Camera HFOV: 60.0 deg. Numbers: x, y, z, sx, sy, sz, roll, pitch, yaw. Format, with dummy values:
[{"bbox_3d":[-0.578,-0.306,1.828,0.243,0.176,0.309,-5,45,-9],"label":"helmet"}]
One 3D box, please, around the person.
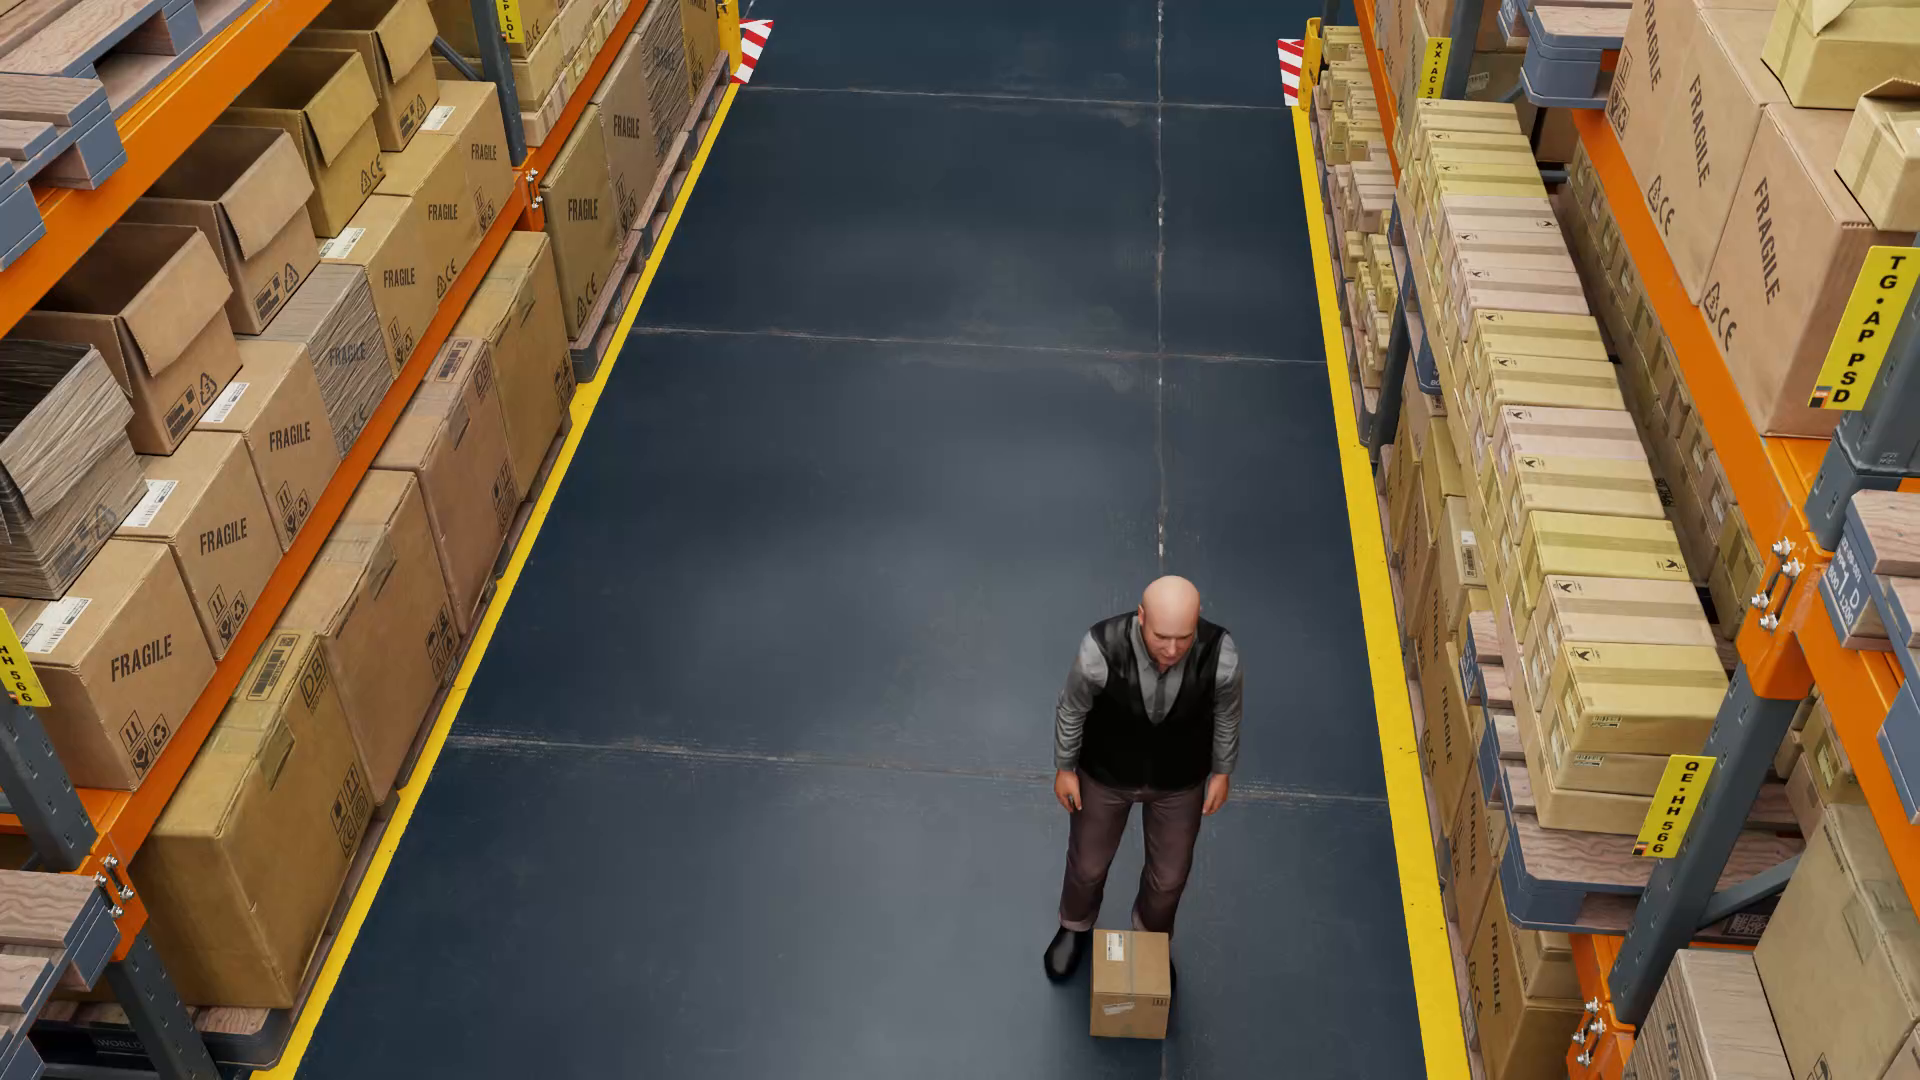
[{"bbox_3d":[0.582,0.752,5.273,0.580,1.719,0.475,1,40,2],"label":"person"}]
